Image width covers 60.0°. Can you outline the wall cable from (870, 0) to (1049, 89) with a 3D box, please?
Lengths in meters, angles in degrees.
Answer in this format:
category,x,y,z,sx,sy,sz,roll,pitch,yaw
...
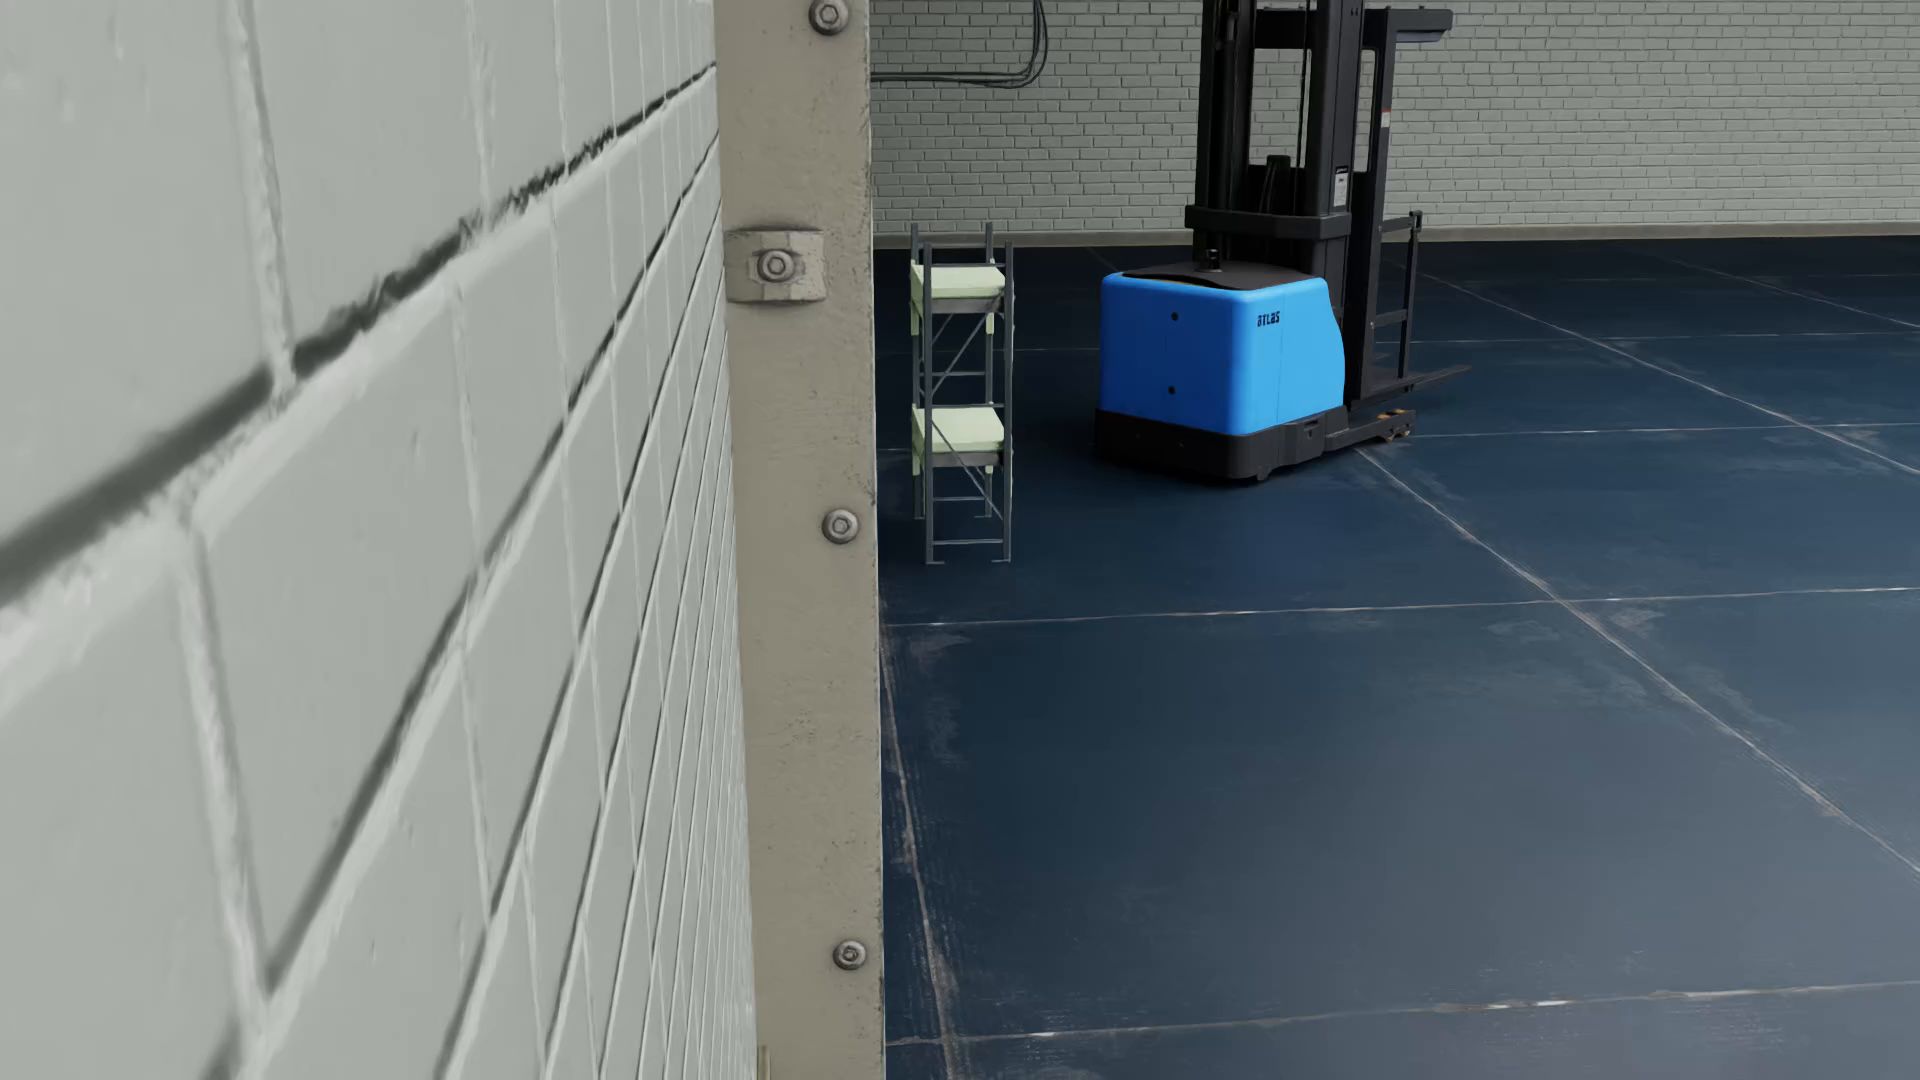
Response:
category,x,y,z,sx,sy,sz,roll,pitch,yaw
wall cable,-0.577,-6.040,17.575,3.097,2.526,0.112,-2,18,-6

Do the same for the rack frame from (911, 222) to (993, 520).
category,x,y,z,sx,sy,sz,roll,pitch,yaw
rack frame,-0.038,-0.827,8.306,0.400,1.500,0.023,-2,18,-6

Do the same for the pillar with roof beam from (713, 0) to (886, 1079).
category,x,y,z,sx,sy,sz,roll,pitch,yaw
pillar with roof beam,3.931,-3.160,3.220,9.100,9.000,0.400,-2,18,-6

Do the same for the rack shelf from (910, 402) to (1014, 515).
category,x,y,z,sx,sy,sz,roll,pitch,yaw
rack shelf,-0.001,-0.407,8.056,0.431,0.370,0.720,-2,18,-6

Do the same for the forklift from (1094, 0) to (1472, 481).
category,x,y,z,sx,sy,sz,roll,pitch,yaw
forklift,2.152,-2.086,9.928,1.130,2.935,3.031,16,23,41

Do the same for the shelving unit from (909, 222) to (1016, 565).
category,x,y,z,sx,sy,sz,roll,pitch,yaw
shelving unit,-0.001,-0.718,7.959,0.431,1.500,0.755,-2,18,-6

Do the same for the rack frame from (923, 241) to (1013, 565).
category,x,y,z,sx,sy,sz,roll,pitch,yaw
rack frame,0.037,-0.609,7.611,0.400,1.500,0.023,-2,18,-6

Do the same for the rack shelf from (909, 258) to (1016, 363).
category,x,y,z,sx,sy,sz,roll,pitch,yaw
rack shelf,-0.001,-1.090,7.842,0.431,0.370,0.720,-2,18,-6
